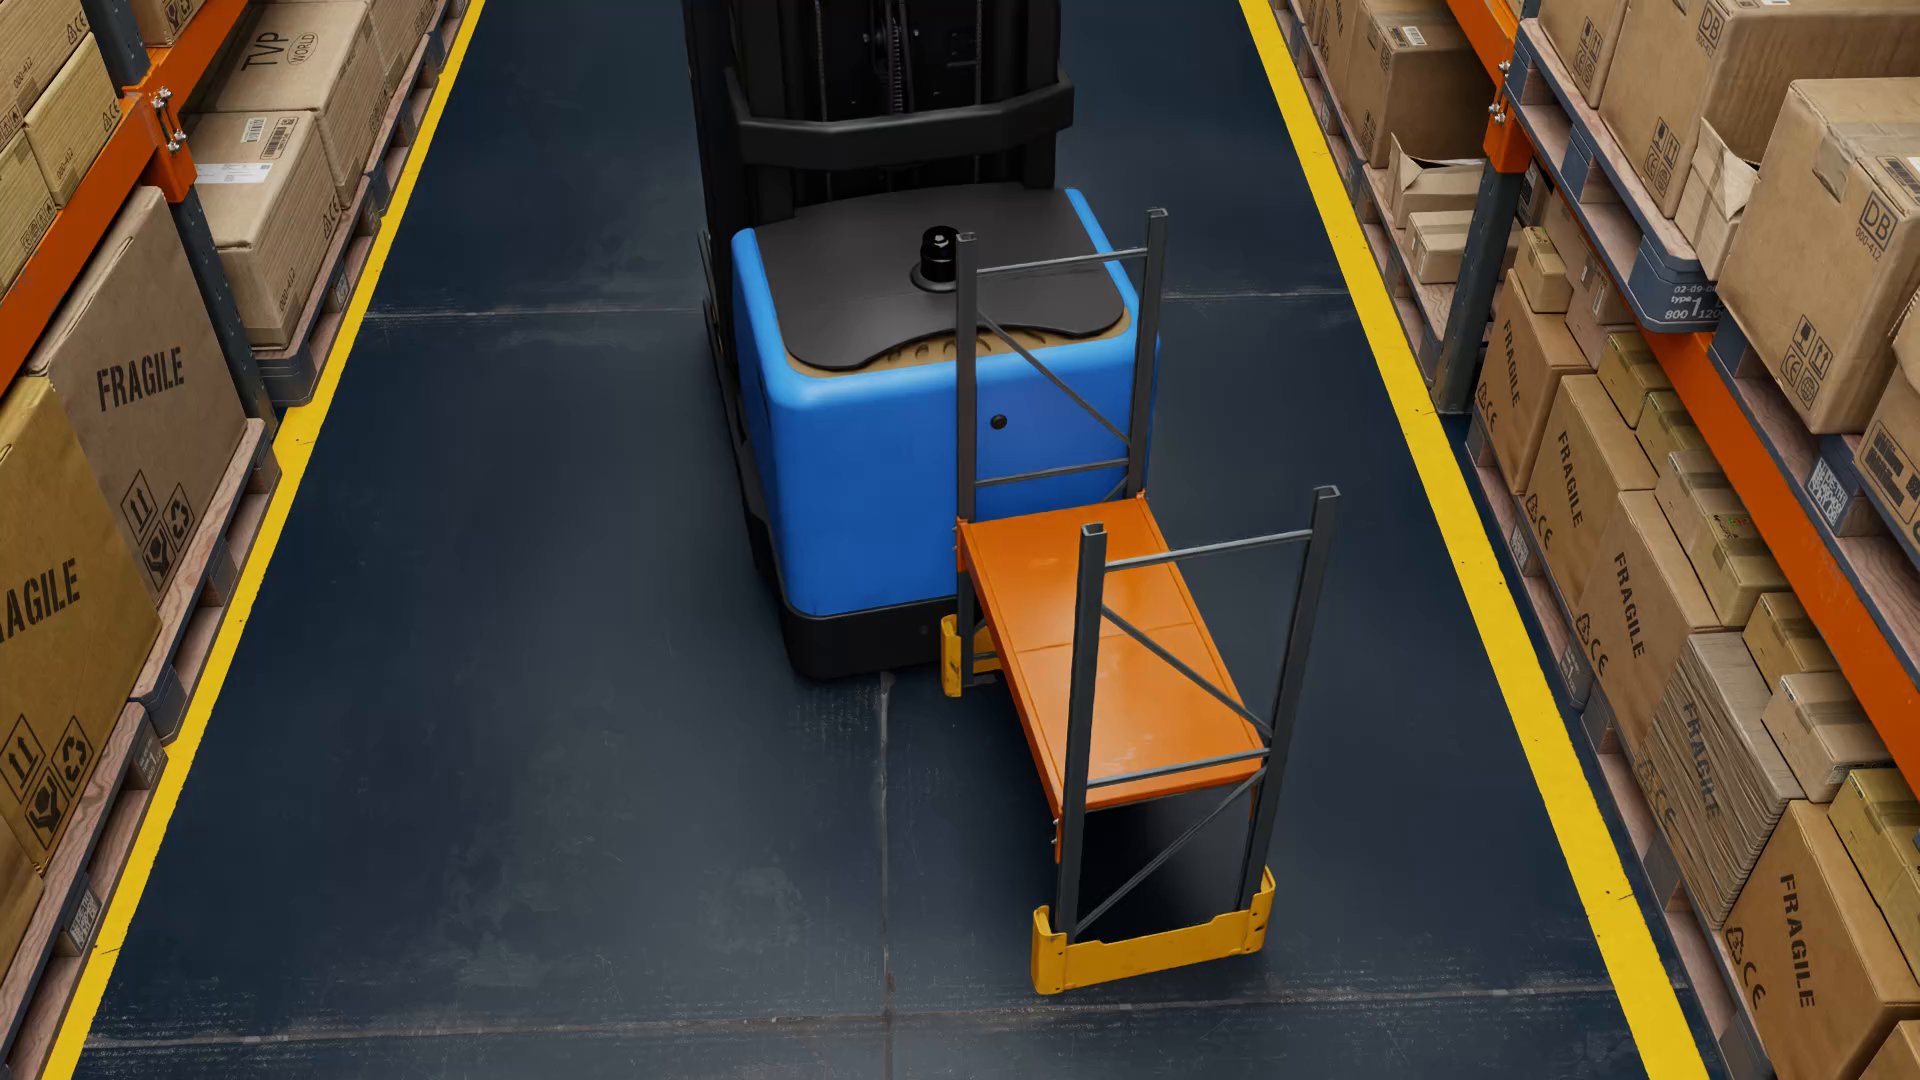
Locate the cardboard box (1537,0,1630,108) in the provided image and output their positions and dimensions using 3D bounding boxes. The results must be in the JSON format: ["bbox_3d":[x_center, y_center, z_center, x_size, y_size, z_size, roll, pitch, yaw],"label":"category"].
[{"bbox_3d":[1.936,-1.445,4.222,0.700,0.500,0.500,-1,43,-1],"label":"cardboard box"}]

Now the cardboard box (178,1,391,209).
[{"bbox_3d":[-2.778,-1.683,6.451,0.875,0.438,0.875,-3,43,-3],"label":"cardboard box"}]

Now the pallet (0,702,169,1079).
[{"bbox_3d":[-2.657,0.931,4.078,1.003,0.211,1.213,-2,43,-2],"label":"pallet"}]

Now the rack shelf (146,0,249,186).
[{"bbox_3d":[-2.905,-2.526,6.318,1.077,0.370,4.000,-2,43,-2],"label":"rack shelf"}]

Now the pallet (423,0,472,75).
[{"bbox_3d":[-2.877,-2.576,7.904,1.003,0.211,1.213,-2,43,-2],"label":"pallet"}]

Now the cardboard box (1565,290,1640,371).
[{"bbox_3d":[1.978,-0.624,4.770,0.380,0.149,0.250,-3,43,-3],"label":"cardboard box"}]

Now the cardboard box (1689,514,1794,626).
[{"bbox_3d":[2.007,0.071,4.012,0.380,0.149,0.250,0,43,0],"label":"cardboard box"}]

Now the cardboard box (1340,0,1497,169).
[{"bbox_3d":[1.942,-1.825,6.560,0.700,0.500,0.500,-3,43,-3],"label":"cardboard box"}]

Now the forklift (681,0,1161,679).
[{"bbox_3d":[-0.302,-1.696,4.931,1.130,2.935,3.031,-9,43,-10],"label":"forklift"}]

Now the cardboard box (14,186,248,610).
[{"bbox_3d":[-2.713,-0.396,4.724,0.875,0.875,0.875,0,43,0],"label":"cardboard box"}]

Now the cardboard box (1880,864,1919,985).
[{"bbox_3d":[2.060,0.774,3.245,0.380,0.149,0.250,0,43,-1],"label":"cardboard box"}]

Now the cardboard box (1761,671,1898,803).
[{"bbox_3d":[2.007,0.420,3.631,0.380,0.149,0.250,-4,43,-4],"label":"cardboard box"}]

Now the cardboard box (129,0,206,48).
[{"bbox_3d":[-2.578,-1.802,4.922,0.500,0.500,0.500,0,43,0],"label":"cardboard box"}]

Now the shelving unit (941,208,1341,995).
[{"bbox_3d":[0.351,0.156,3.970,0.587,1.500,1.083,-9,43,-10],"label":"shelving unit"}]

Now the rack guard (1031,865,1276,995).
[{"bbox_3d":[0.465,0.945,4.034,0.587,0.250,0.087,-9,43,-10],"label":"rack guard"}]

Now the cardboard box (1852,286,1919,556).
[{"bbox_3d":[2.055,-0.175,2.834,0.797,0.503,0.637,-3,43,-3],"label":"cardboard box"}]

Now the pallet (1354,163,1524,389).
[{"bbox_3d":[2.111,-1.022,6.209,1.003,0.211,1.213,-2,43,-2],"label":"pallet"}]

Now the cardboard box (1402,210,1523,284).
[{"bbox_3d":[1.822,-1.058,5.983,0.380,0.149,0.250,-3,43,-3],"label":"cardboard box"}]

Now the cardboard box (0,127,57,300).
[{"bbox_3d":[-2.528,-0.746,3.955,0.500,0.250,0.500,-2,43,-2],"label":"cardboard box"}]

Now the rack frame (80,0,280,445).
[{"bbox_3d":[-2.820,-1.441,4.602,1.000,3.000,0.127,-2,43,-2],"label":"rack frame"}]

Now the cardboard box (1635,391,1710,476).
[{"bbox_3d":[2.025,-0.266,4.380,0.380,0.149,0.250,-2,43,-3],"label":"cardboard box"}]

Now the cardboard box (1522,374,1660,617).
[{"bbox_3d":[1.968,-0.127,4.708,0.500,0.500,0.500,-2,43,-2],"label":"cardboard box"}]

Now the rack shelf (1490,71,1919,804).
[{"bbox_3d":[2.224,0.029,3.531,1.077,0.370,4.000,-2,43,-2],"label":"rack shelf"}]

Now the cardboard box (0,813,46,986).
[{"bbox_3d":[-2.630,0.817,3.401,0.875,0.875,0.875,-1,43,-1],"label":"cardboard box"}]

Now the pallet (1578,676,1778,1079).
[{"bbox_3d":[2.266,0.816,4.204,1.003,0.211,1.213,-2,43,-2],"label":"pallet"}]

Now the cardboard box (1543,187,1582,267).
[{"bbox_3d":[1.949,-0.920,4.873,0.380,0.149,0.250,-2,43,-3],"label":"cardboard box"}]

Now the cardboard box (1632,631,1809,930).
[{"bbox_3d":[2.000,0.560,3.958,0.500,0.500,0.500,-3,43,-3],"label":"cardboard box"}]

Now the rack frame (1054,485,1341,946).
[{"bbox_3d":[0.469,0.497,3.598,0.500,1.500,0.032,-9,43,-10],"label":"rack frame"}]

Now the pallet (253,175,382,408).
[{"bbox_3d":[-2.774,-0.929,6.107,1.003,0.211,1.213,-2,43,-2],"label":"pallet"}]

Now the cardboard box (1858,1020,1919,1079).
[{"bbox_3d":[2.066,1.263,3.191,0.500,0.500,0.500,-2,43,-2],"label":"cardboard box"}]

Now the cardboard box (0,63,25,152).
[{"bbox_3d":[-2.529,-0.942,3.799,0.500,0.250,0.500,-1,43,-1],"label":"cardboard box"}]

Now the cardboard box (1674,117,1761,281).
[{"bbox_3d":[1.815,-0.742,3.629,0.396,0.266,0.258,0,43,0],"label":"cardboard box"}]

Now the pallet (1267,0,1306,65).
[{"bbox_3d":[2.008,-2.669,8.006,1.003,0.211,1.213,-2,43,-2],"label":"pallet"}]

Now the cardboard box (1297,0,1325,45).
[{"bbox_3d":[1.898,-2.526,7.325,0.700,0.500,0.500,0,43,0],"label":"cardboard box"}]

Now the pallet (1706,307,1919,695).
[{"bbox_3d":[2.222,-0.128,3.311,1.003,0.211,1.213,-2,43,-2],"label":"pallet"}]
